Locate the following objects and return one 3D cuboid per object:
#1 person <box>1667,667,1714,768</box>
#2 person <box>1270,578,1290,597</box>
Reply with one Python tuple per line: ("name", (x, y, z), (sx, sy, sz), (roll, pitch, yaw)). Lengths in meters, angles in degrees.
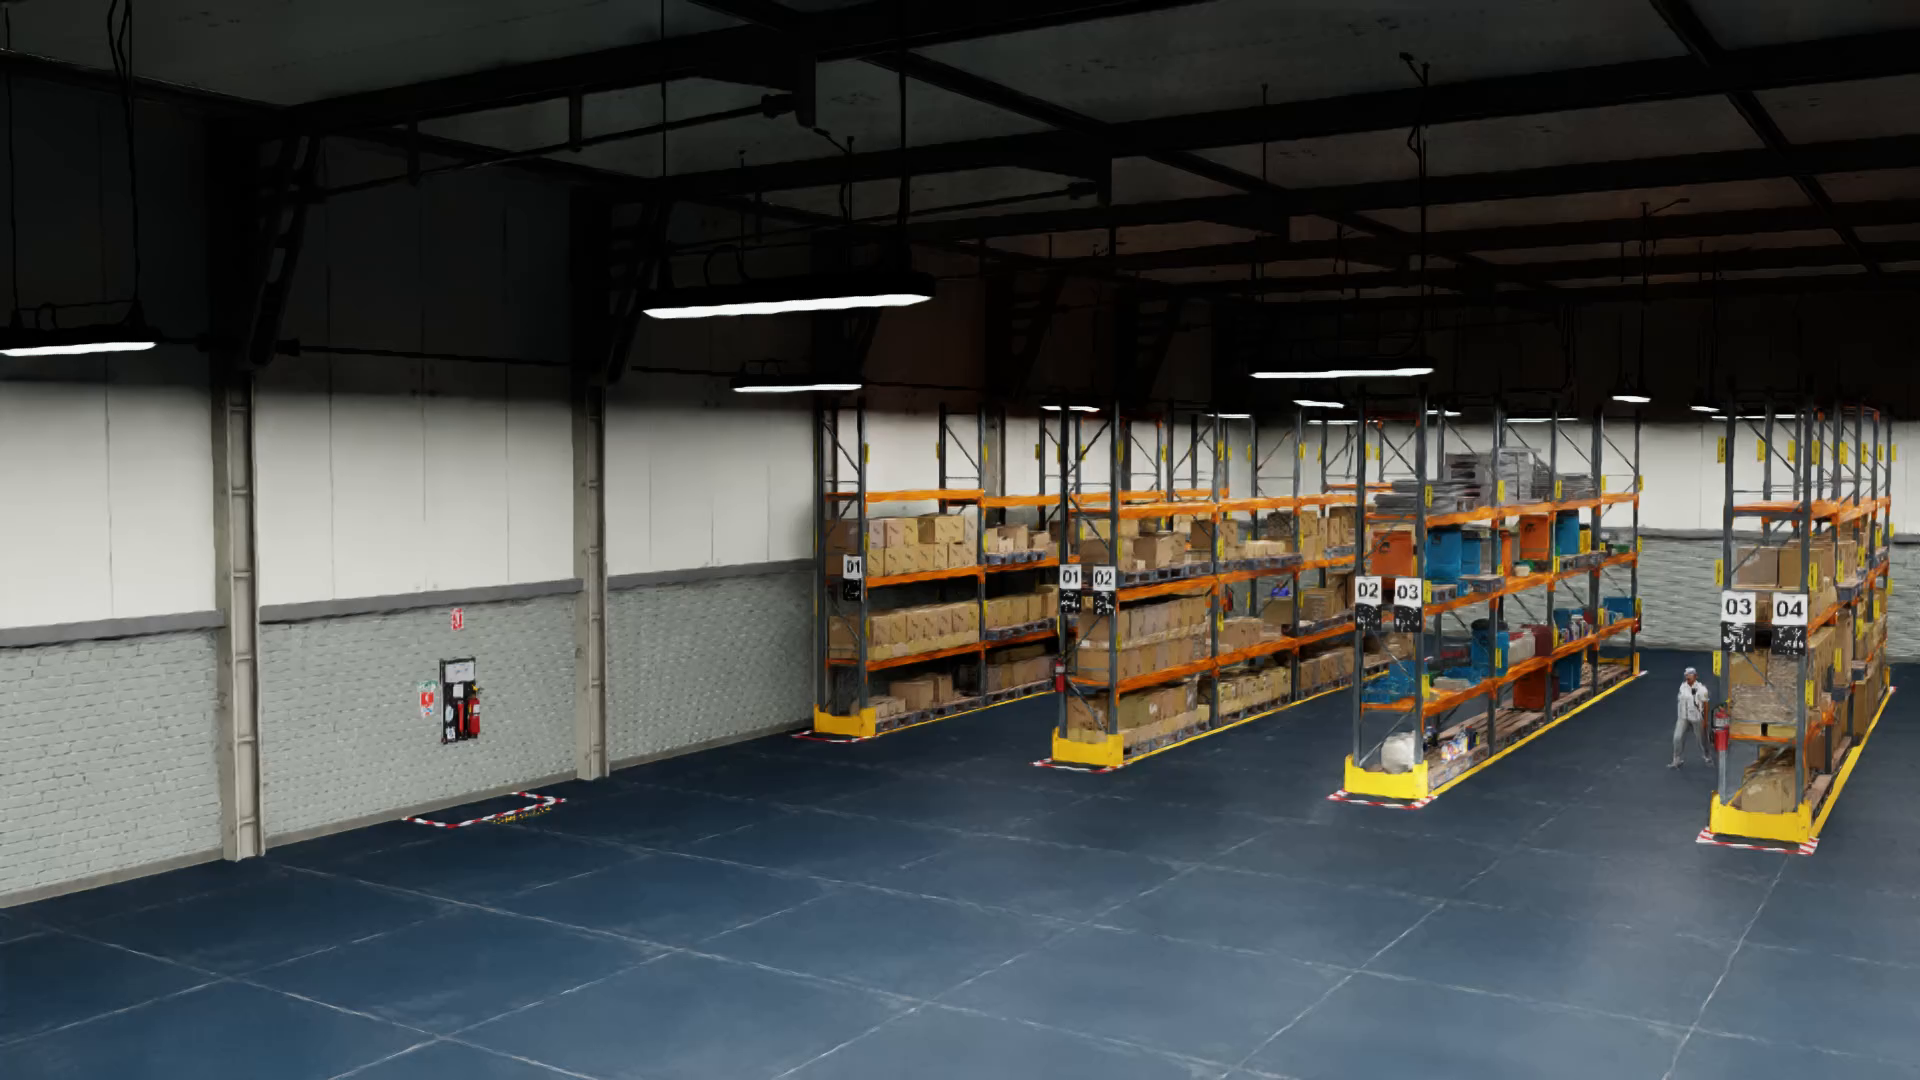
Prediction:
("person", (11.646, 2.804, 26.363), (0.916, 1.609, 0.502), (-3, 4, -41))
("person", (8.746, 1.825, 45.241), (0.621, 1.588, 0.828), (1, 3, 16))
